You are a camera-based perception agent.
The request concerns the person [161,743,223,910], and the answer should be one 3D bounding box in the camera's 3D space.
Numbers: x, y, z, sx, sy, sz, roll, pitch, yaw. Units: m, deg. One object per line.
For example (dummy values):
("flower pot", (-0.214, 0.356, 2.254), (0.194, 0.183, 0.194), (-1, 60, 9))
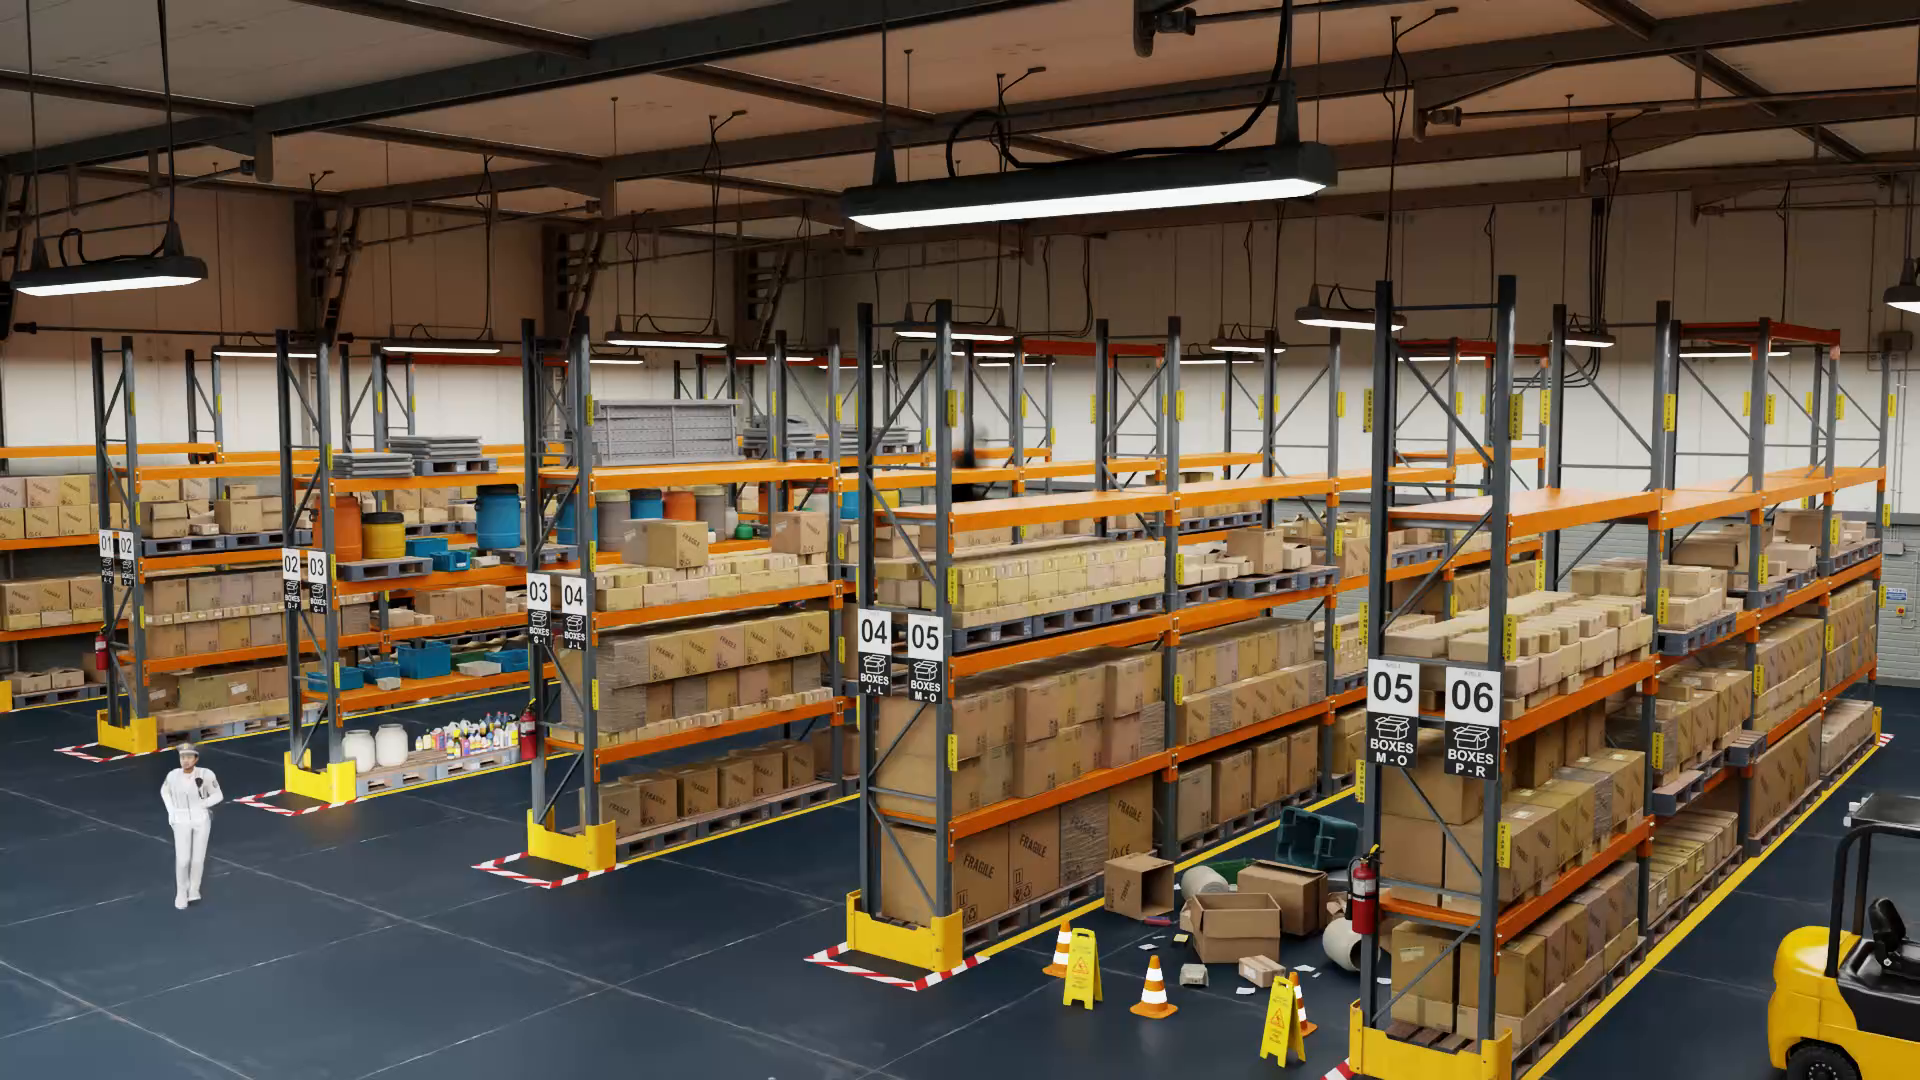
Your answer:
("person", (-7.738, 2.880, 16.766), (0.584, 1.704, 0.667), (-2, 5, -22))
